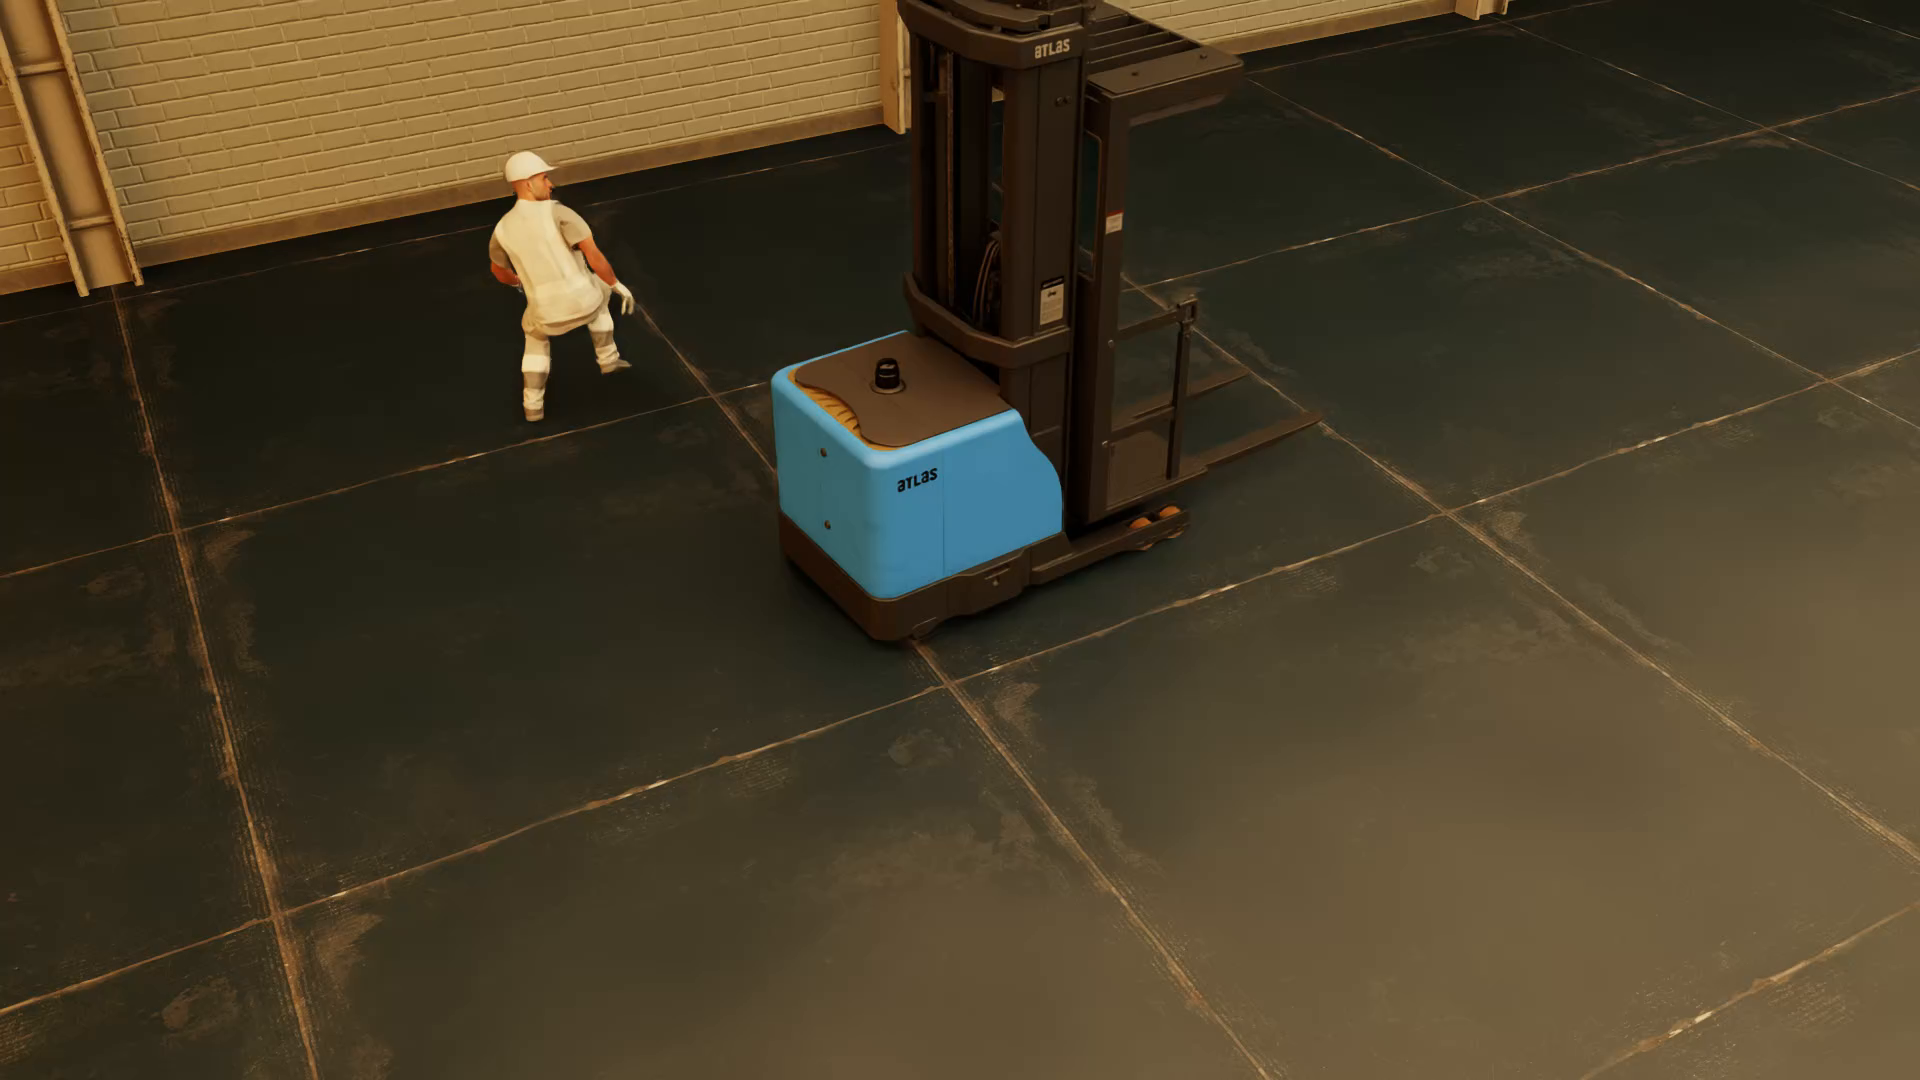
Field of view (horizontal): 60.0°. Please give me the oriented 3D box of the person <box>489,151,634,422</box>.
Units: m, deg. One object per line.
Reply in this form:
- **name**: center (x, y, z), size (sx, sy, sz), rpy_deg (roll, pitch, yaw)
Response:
- **person**: center (-2.232, -1.447, 9.414), size (0.801, 1.542, 0.701), rpy_deg (-3, 35, -4)

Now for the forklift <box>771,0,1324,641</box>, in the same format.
- **forklift**: center (0.589, -1.375, 8.068), size (3.031, 2.935, 1.130), rpy_deg (-21, 40, -27)
